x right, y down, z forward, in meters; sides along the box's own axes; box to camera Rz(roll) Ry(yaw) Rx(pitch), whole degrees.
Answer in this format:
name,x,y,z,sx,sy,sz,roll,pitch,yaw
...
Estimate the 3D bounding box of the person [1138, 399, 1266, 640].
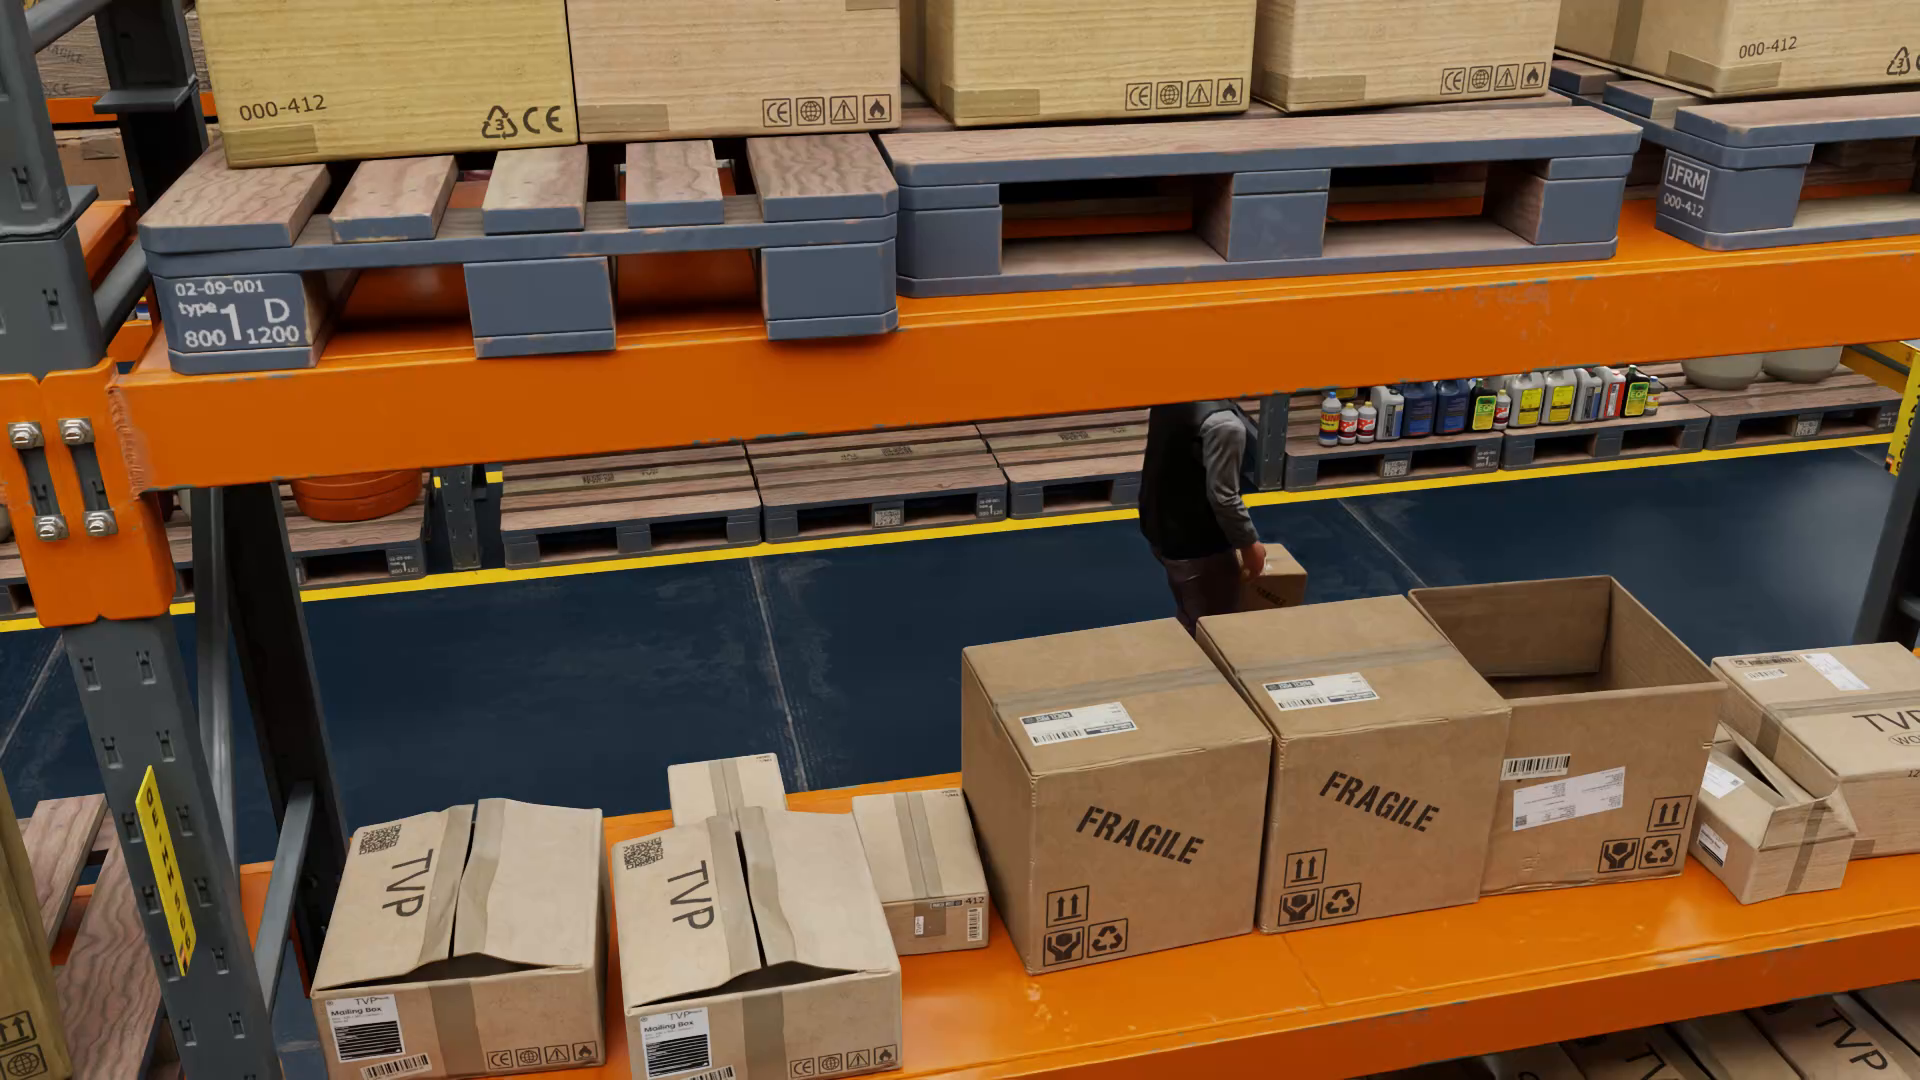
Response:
name,x,y,z,sx,sy,sz,roll,pitch,yaw
person,0.898,-0.010,6.156,0.471,1.726,0.556,-7,27,-13
